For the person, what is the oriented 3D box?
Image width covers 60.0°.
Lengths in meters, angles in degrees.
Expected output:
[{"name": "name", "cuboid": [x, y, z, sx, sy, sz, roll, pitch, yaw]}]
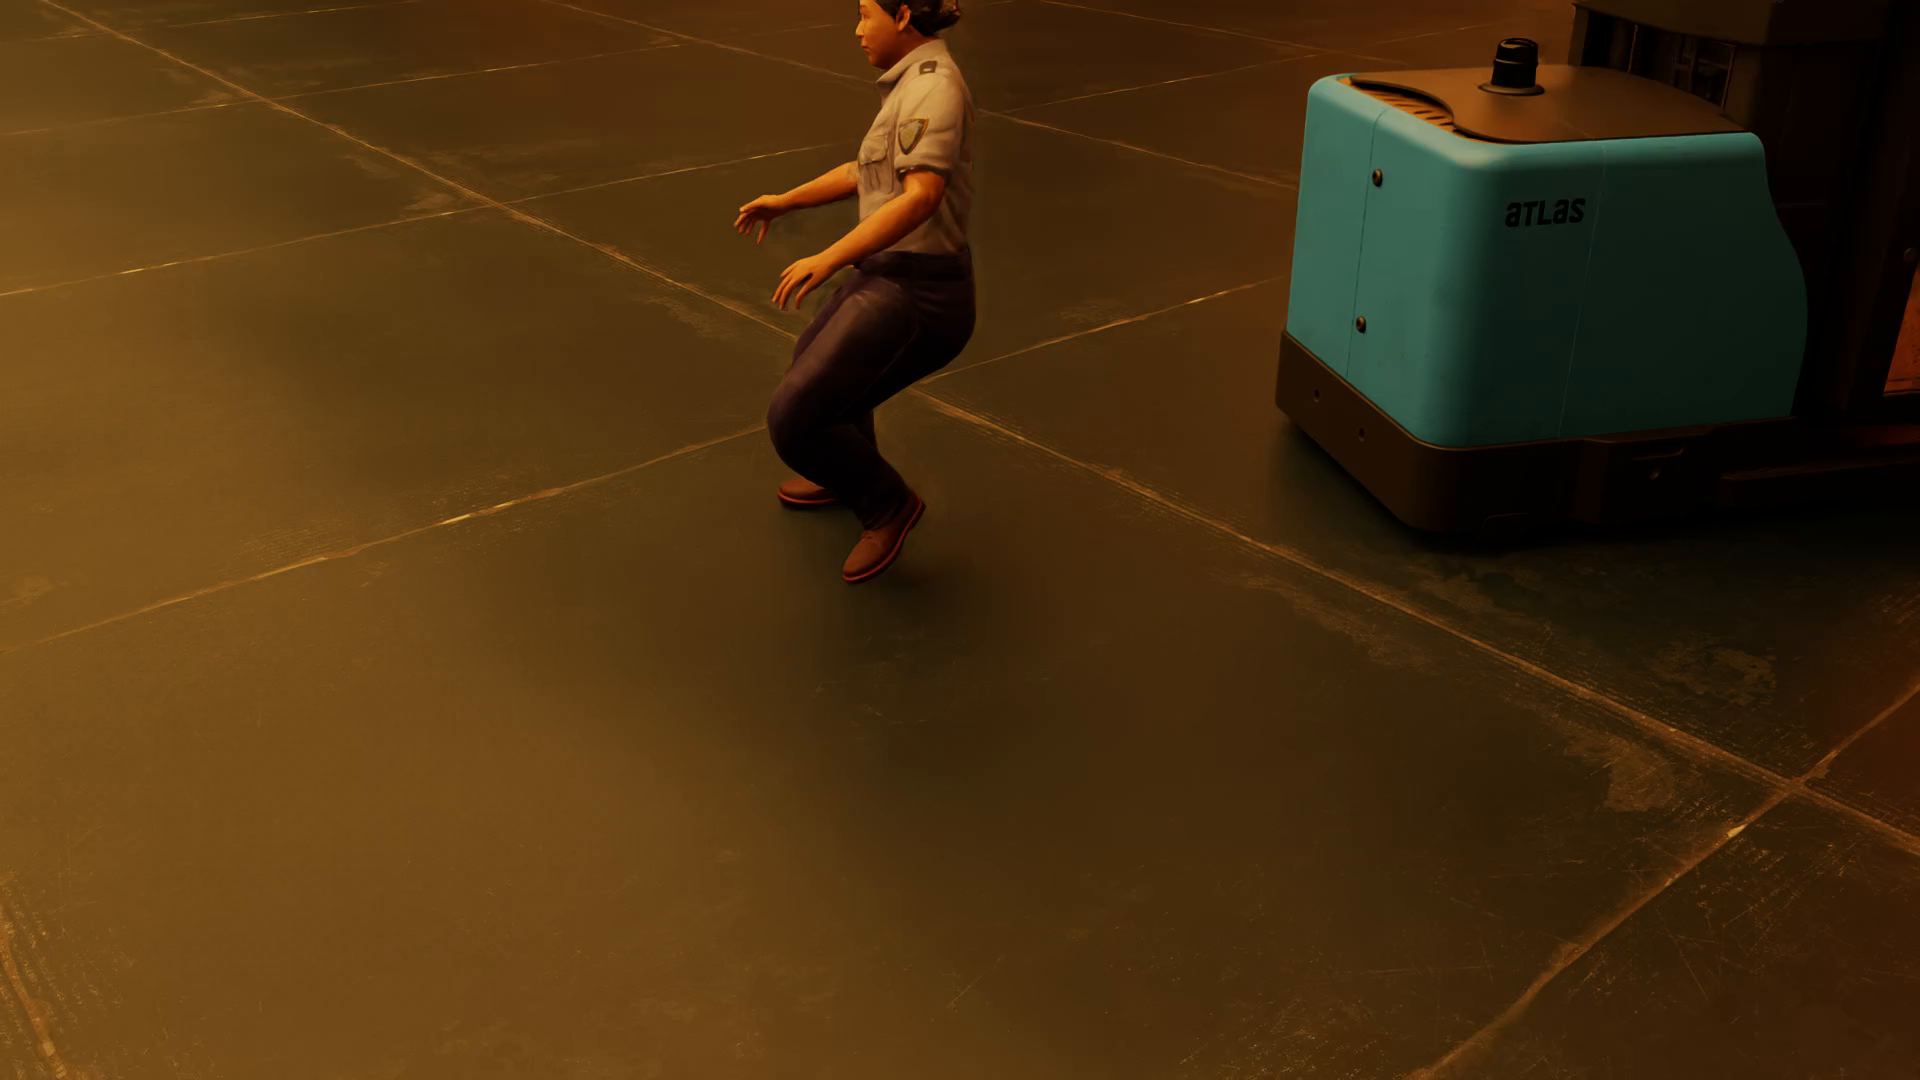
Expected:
[{"name": "person", "cuboid": [-0.274, -0.645, 4.108, 0.629, 1.500, 0.784, -1, 26, -1]}]

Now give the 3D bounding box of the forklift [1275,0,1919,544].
[{"name": "forklift", "cuboid": [2.559, -1.633, 4.495, 3.031, 2.935, 1.130, -6, 27, -12]}]
